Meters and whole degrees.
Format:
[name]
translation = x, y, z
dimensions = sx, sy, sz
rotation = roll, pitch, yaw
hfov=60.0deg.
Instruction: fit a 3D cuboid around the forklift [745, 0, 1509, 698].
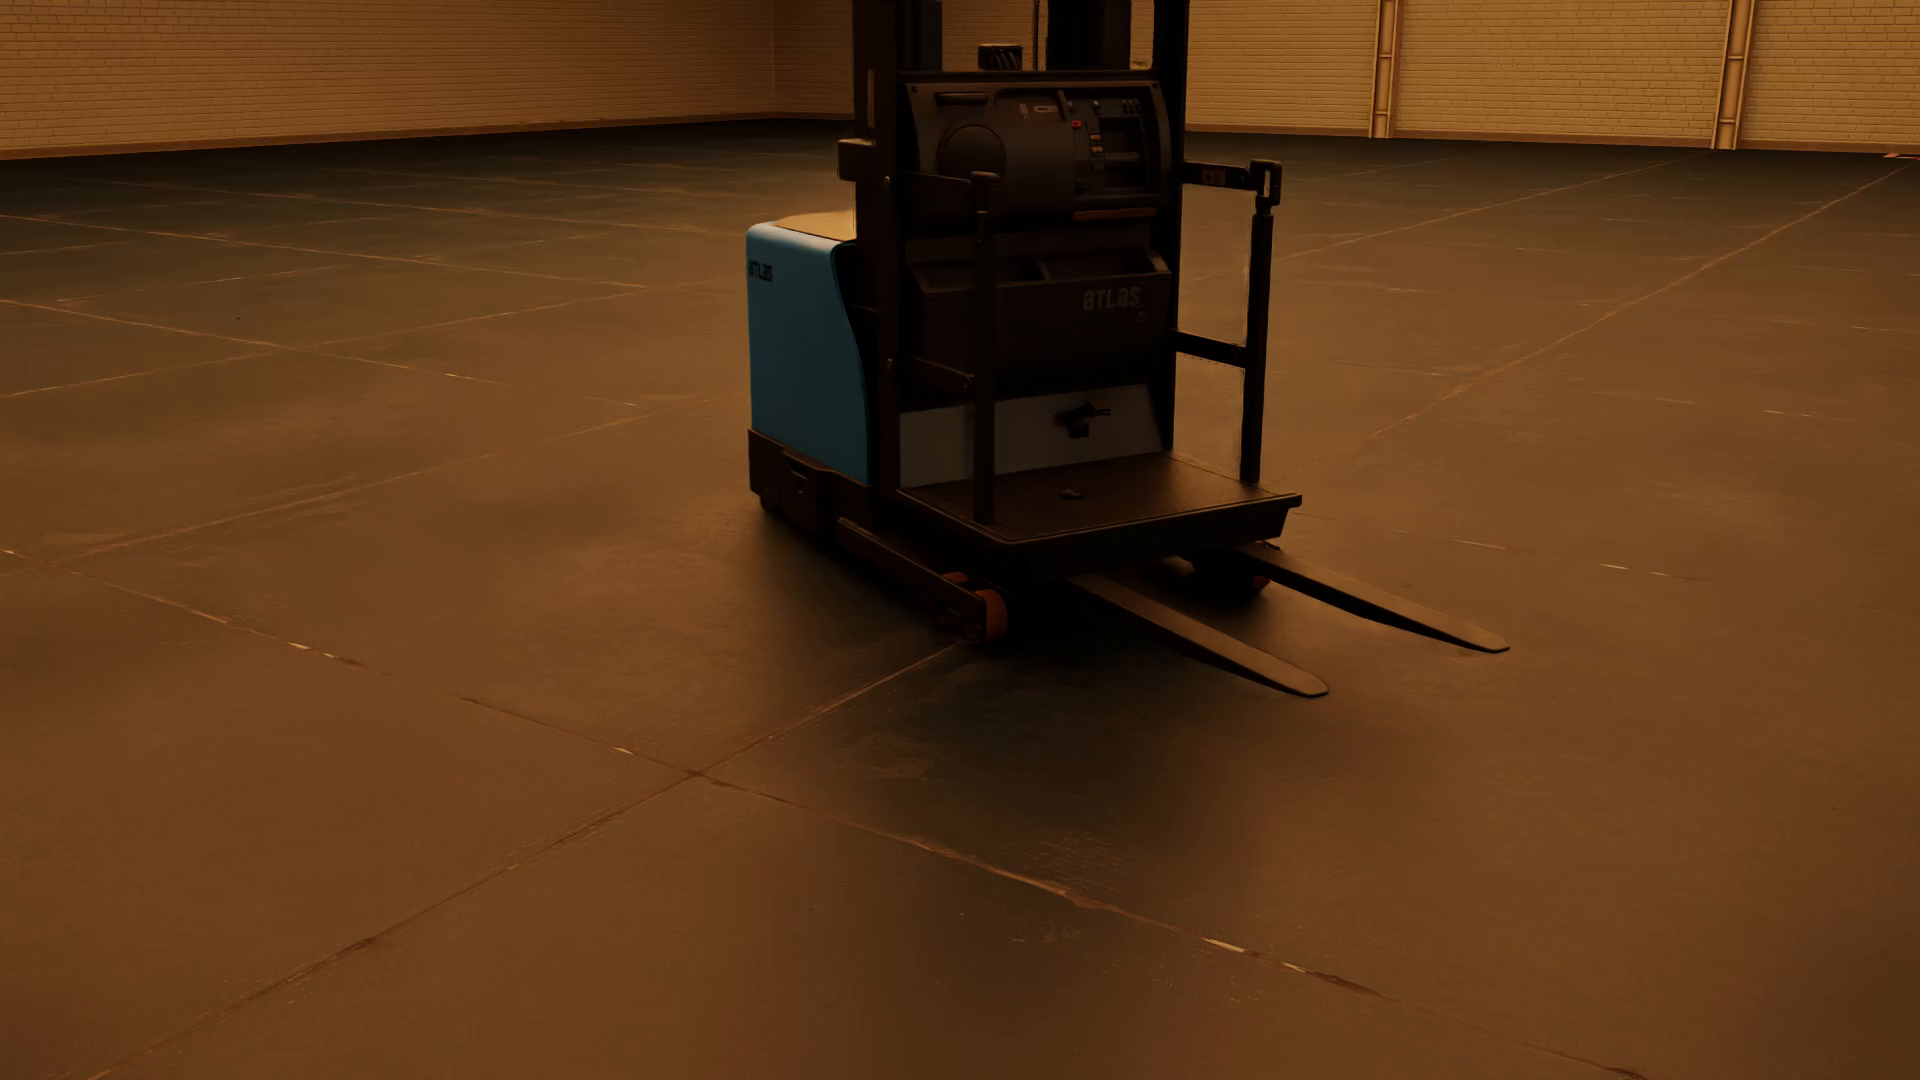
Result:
[forklift]
translation = 0.365, -1.244, 4.994
dimensions = 1.130, 2.935, 3.031
rotation = -9, 19, -28
